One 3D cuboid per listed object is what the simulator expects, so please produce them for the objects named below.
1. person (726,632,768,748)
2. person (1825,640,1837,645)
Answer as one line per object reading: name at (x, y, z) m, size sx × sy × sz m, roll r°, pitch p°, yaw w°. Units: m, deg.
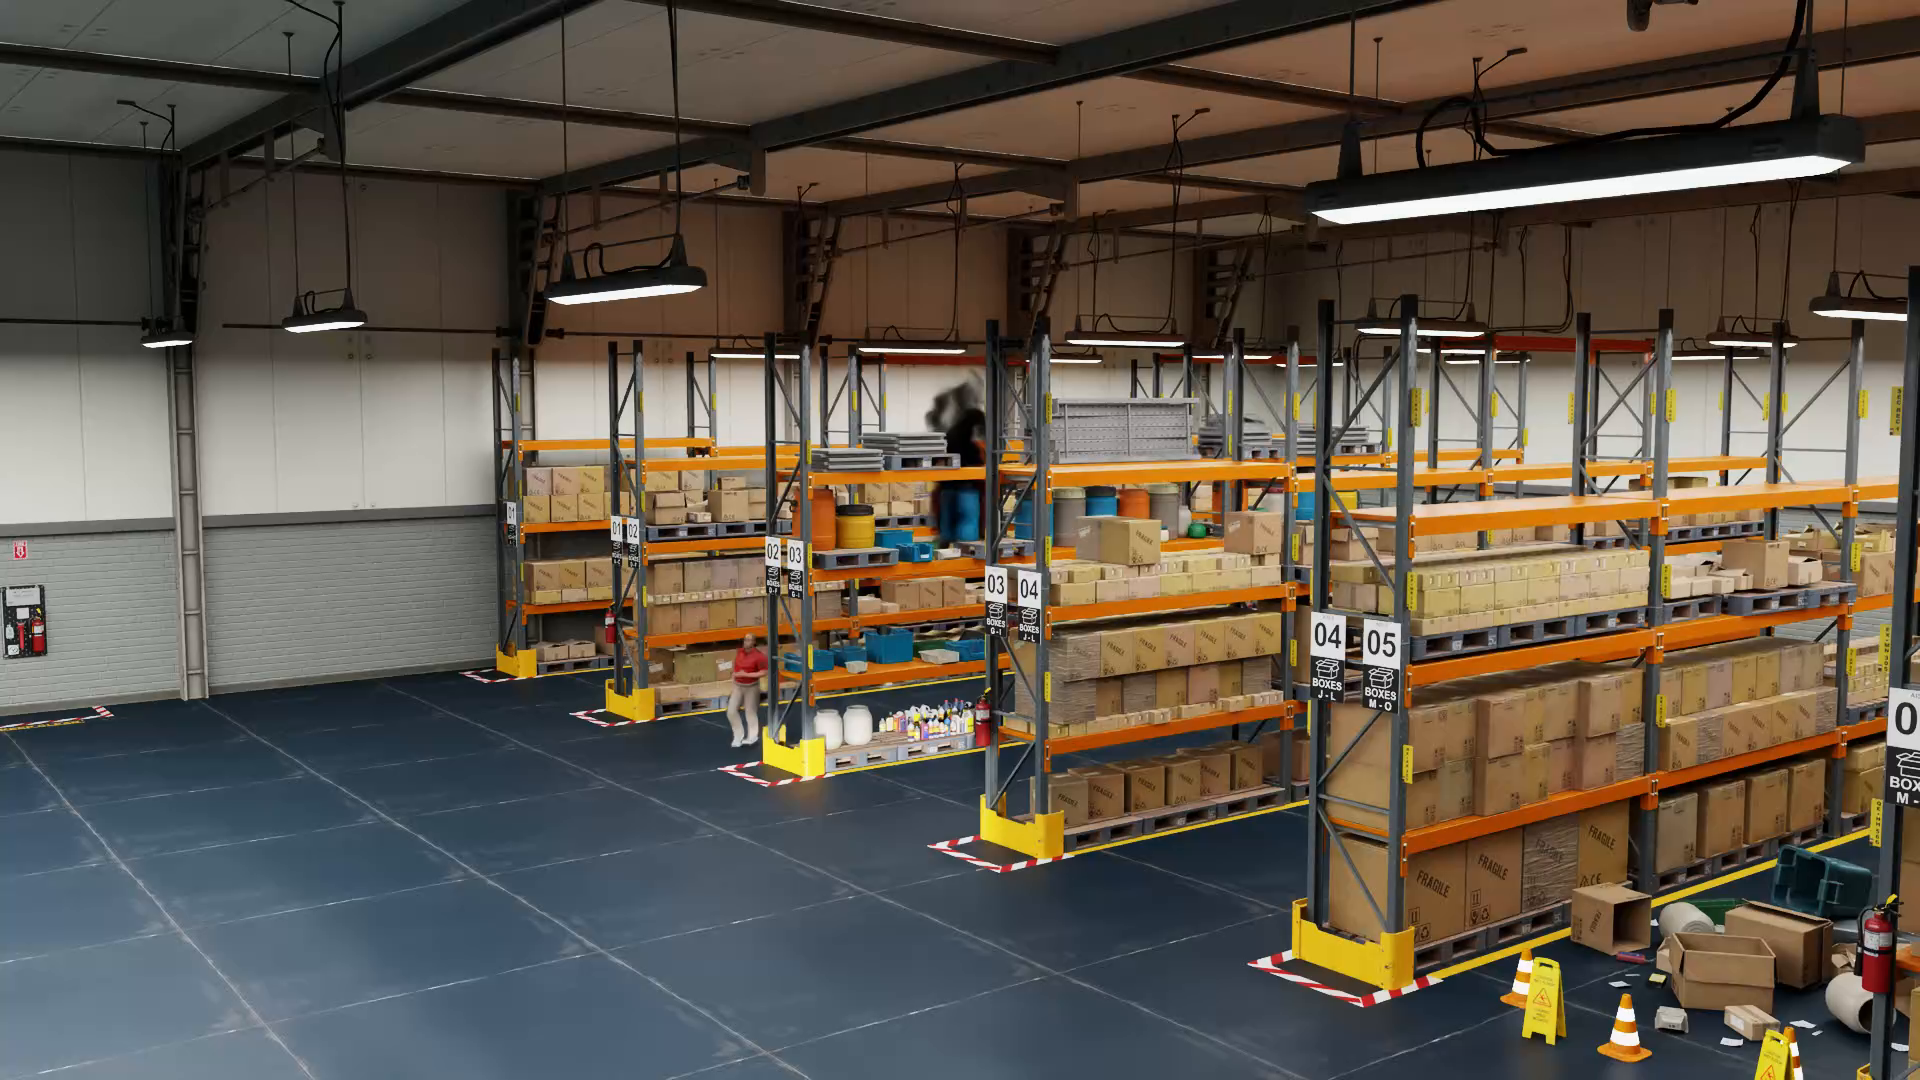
person at (-3.053, 2.214, 24.233) m, size 0.651 × 1.771 × 0.674 m, roll 2°, pitch 6°, yaw 25°
person at (12.629, 2.249, 23.921) m, size 0.910 × 1.680 × 0.607 m, roll -5°, pitch 7°, yaw -42°
